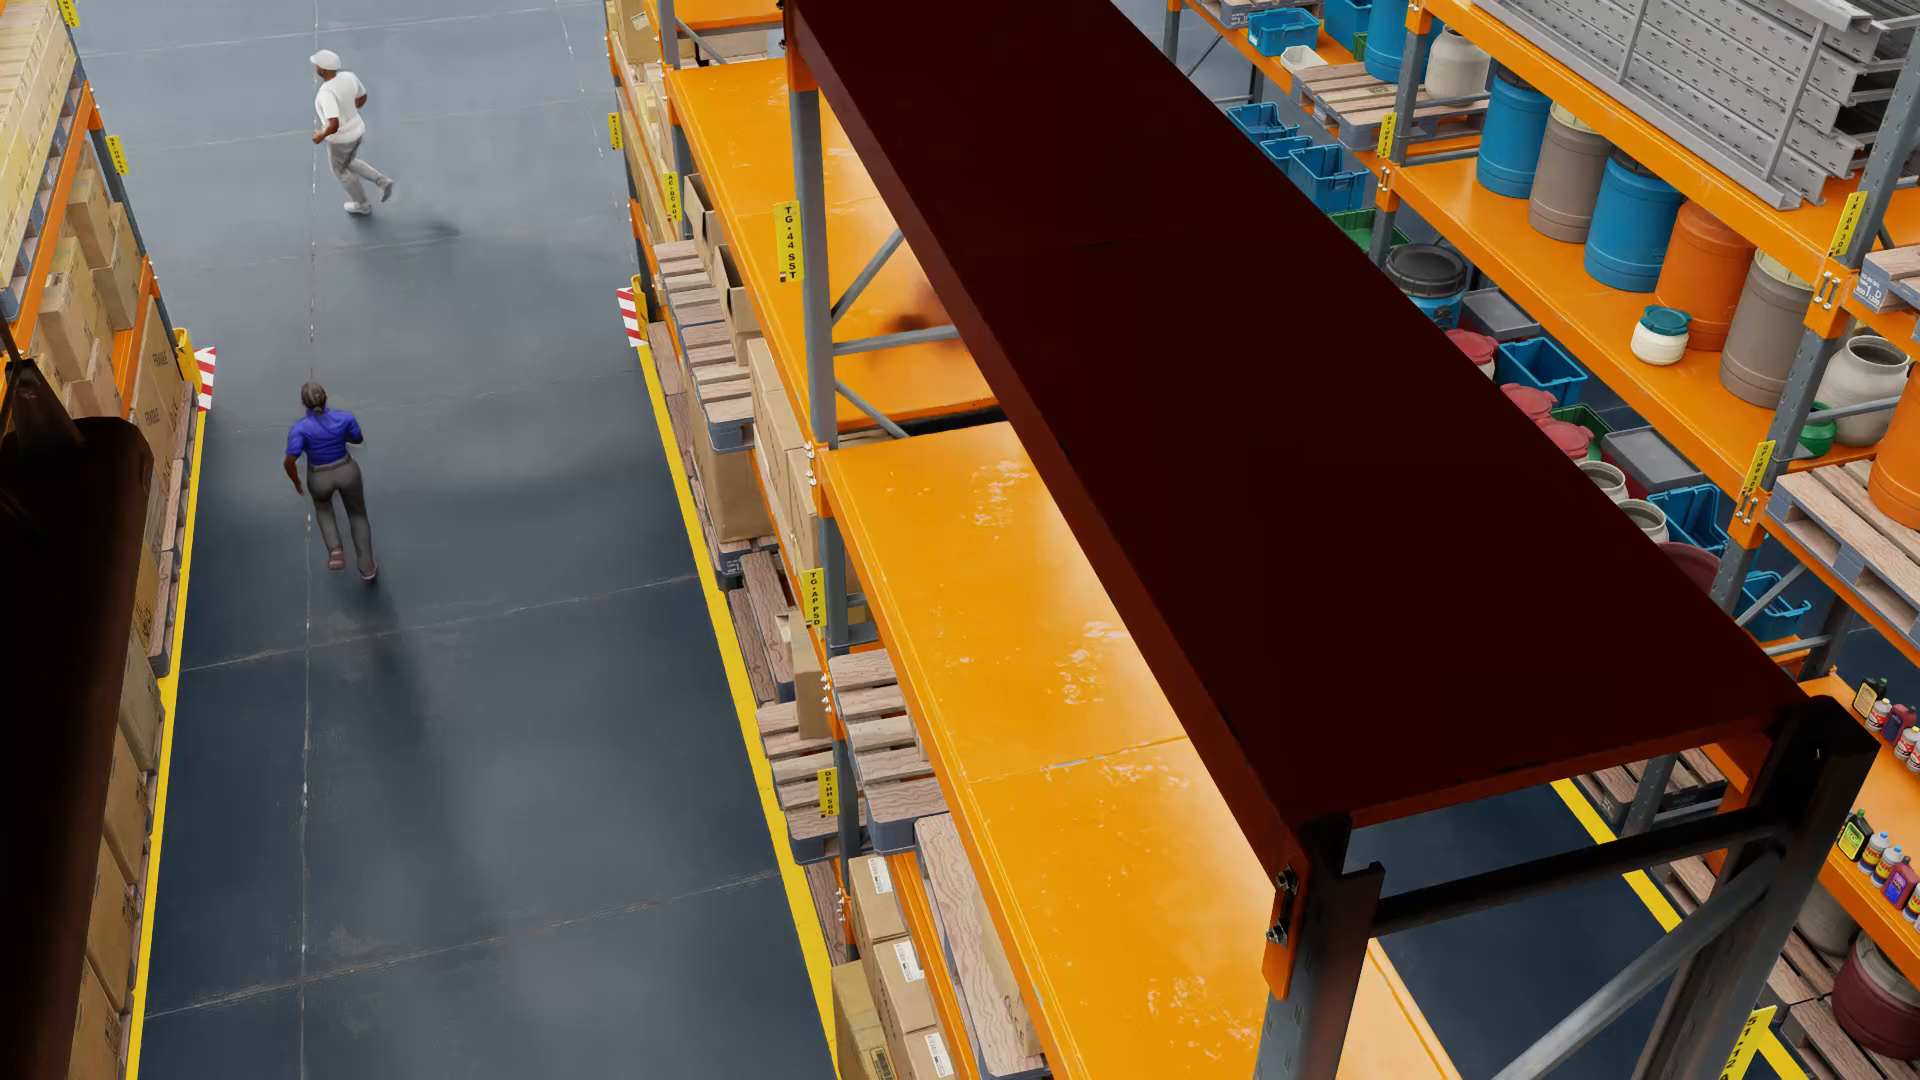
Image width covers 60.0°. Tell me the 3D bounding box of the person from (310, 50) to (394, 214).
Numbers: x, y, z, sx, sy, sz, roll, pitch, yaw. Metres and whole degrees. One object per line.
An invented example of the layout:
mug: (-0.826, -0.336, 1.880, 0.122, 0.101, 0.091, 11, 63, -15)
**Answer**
person: (-6.077, -4.037, 16.533, 0.597, 1.722, 0.682, 8, 39, 10)

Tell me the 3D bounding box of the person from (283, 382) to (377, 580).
person: (-4.580, -0.466, 12.095, 0.569, 1.616, 0.655, -17, 41, -20)
